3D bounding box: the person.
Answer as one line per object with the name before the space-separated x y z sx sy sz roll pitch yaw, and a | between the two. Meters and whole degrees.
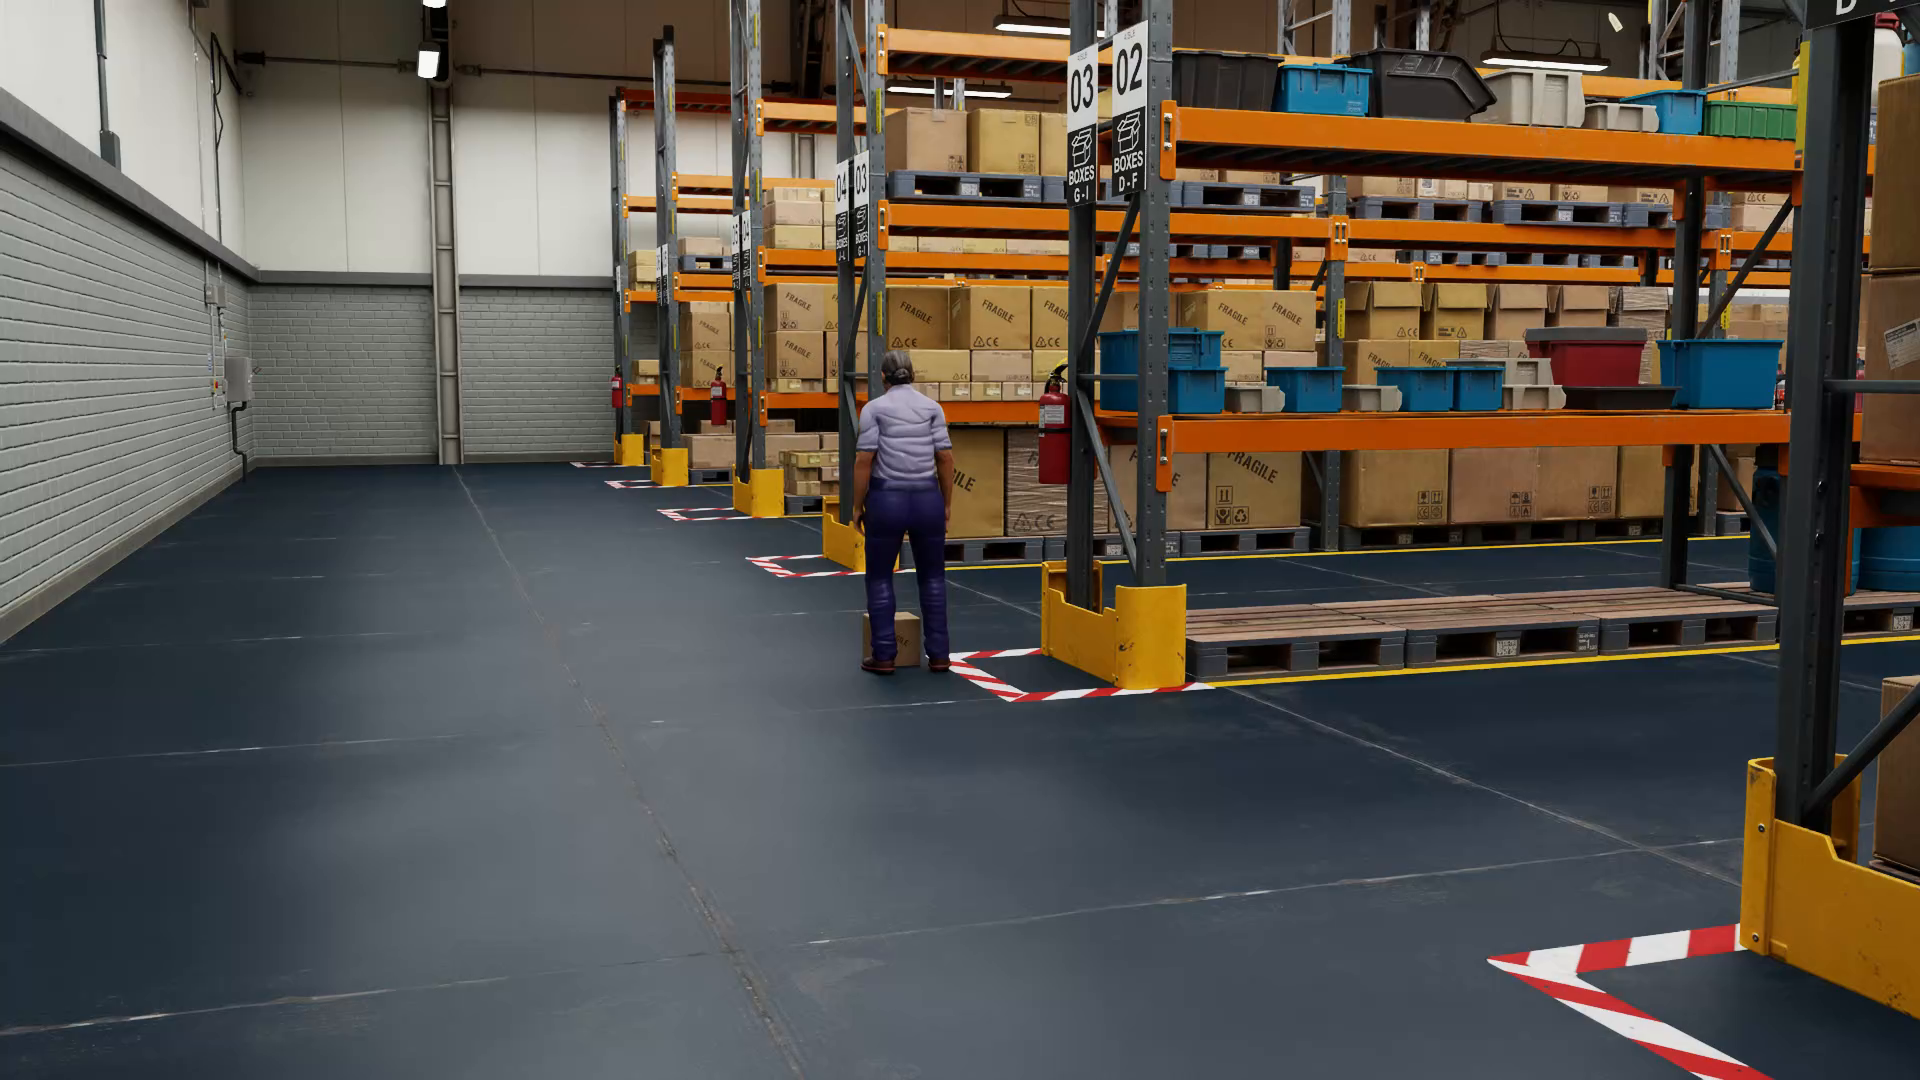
person | -0.284 -0.146 8.527 0.539 1.652 0.370 -2 6 -15
